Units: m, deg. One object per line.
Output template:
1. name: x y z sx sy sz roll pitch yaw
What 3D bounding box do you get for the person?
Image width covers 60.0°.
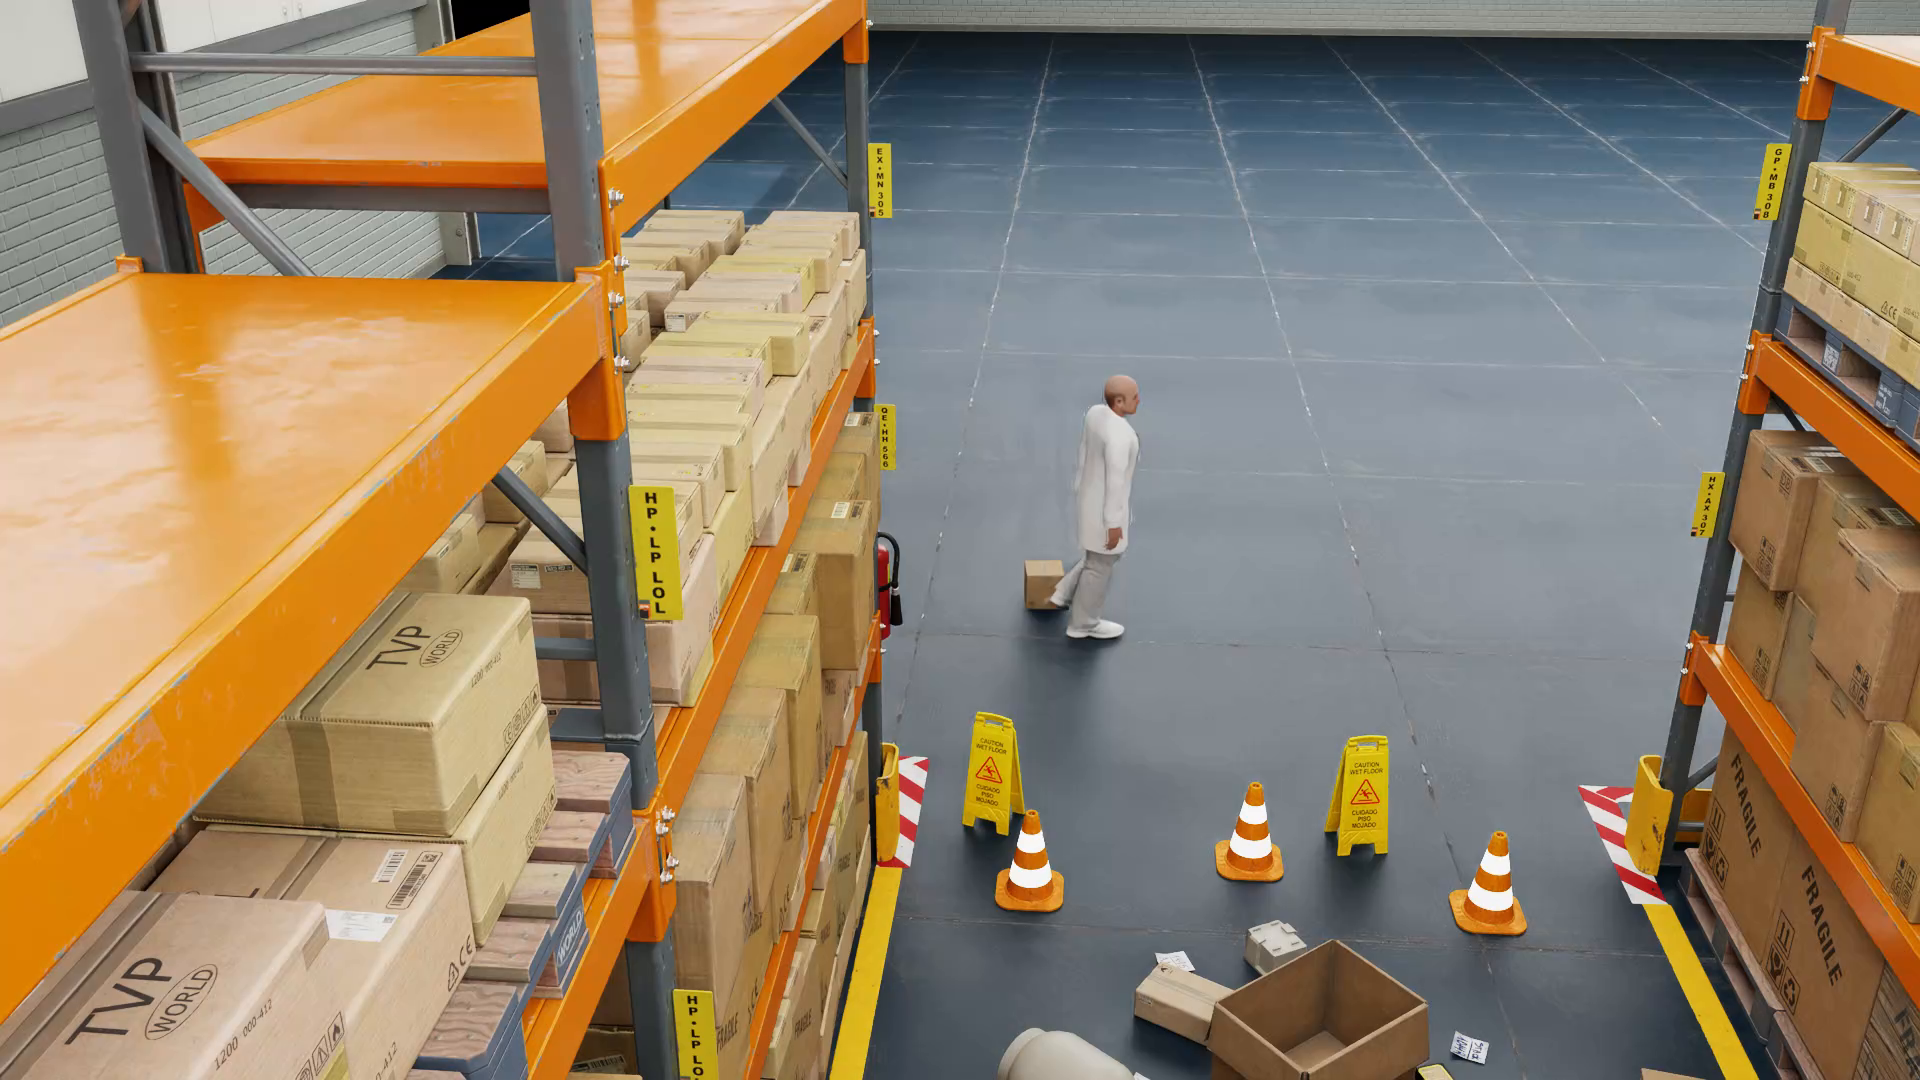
1. person: 0.865 -0.197 10.448 0.554 1.773 0.625 -4 25 -9
